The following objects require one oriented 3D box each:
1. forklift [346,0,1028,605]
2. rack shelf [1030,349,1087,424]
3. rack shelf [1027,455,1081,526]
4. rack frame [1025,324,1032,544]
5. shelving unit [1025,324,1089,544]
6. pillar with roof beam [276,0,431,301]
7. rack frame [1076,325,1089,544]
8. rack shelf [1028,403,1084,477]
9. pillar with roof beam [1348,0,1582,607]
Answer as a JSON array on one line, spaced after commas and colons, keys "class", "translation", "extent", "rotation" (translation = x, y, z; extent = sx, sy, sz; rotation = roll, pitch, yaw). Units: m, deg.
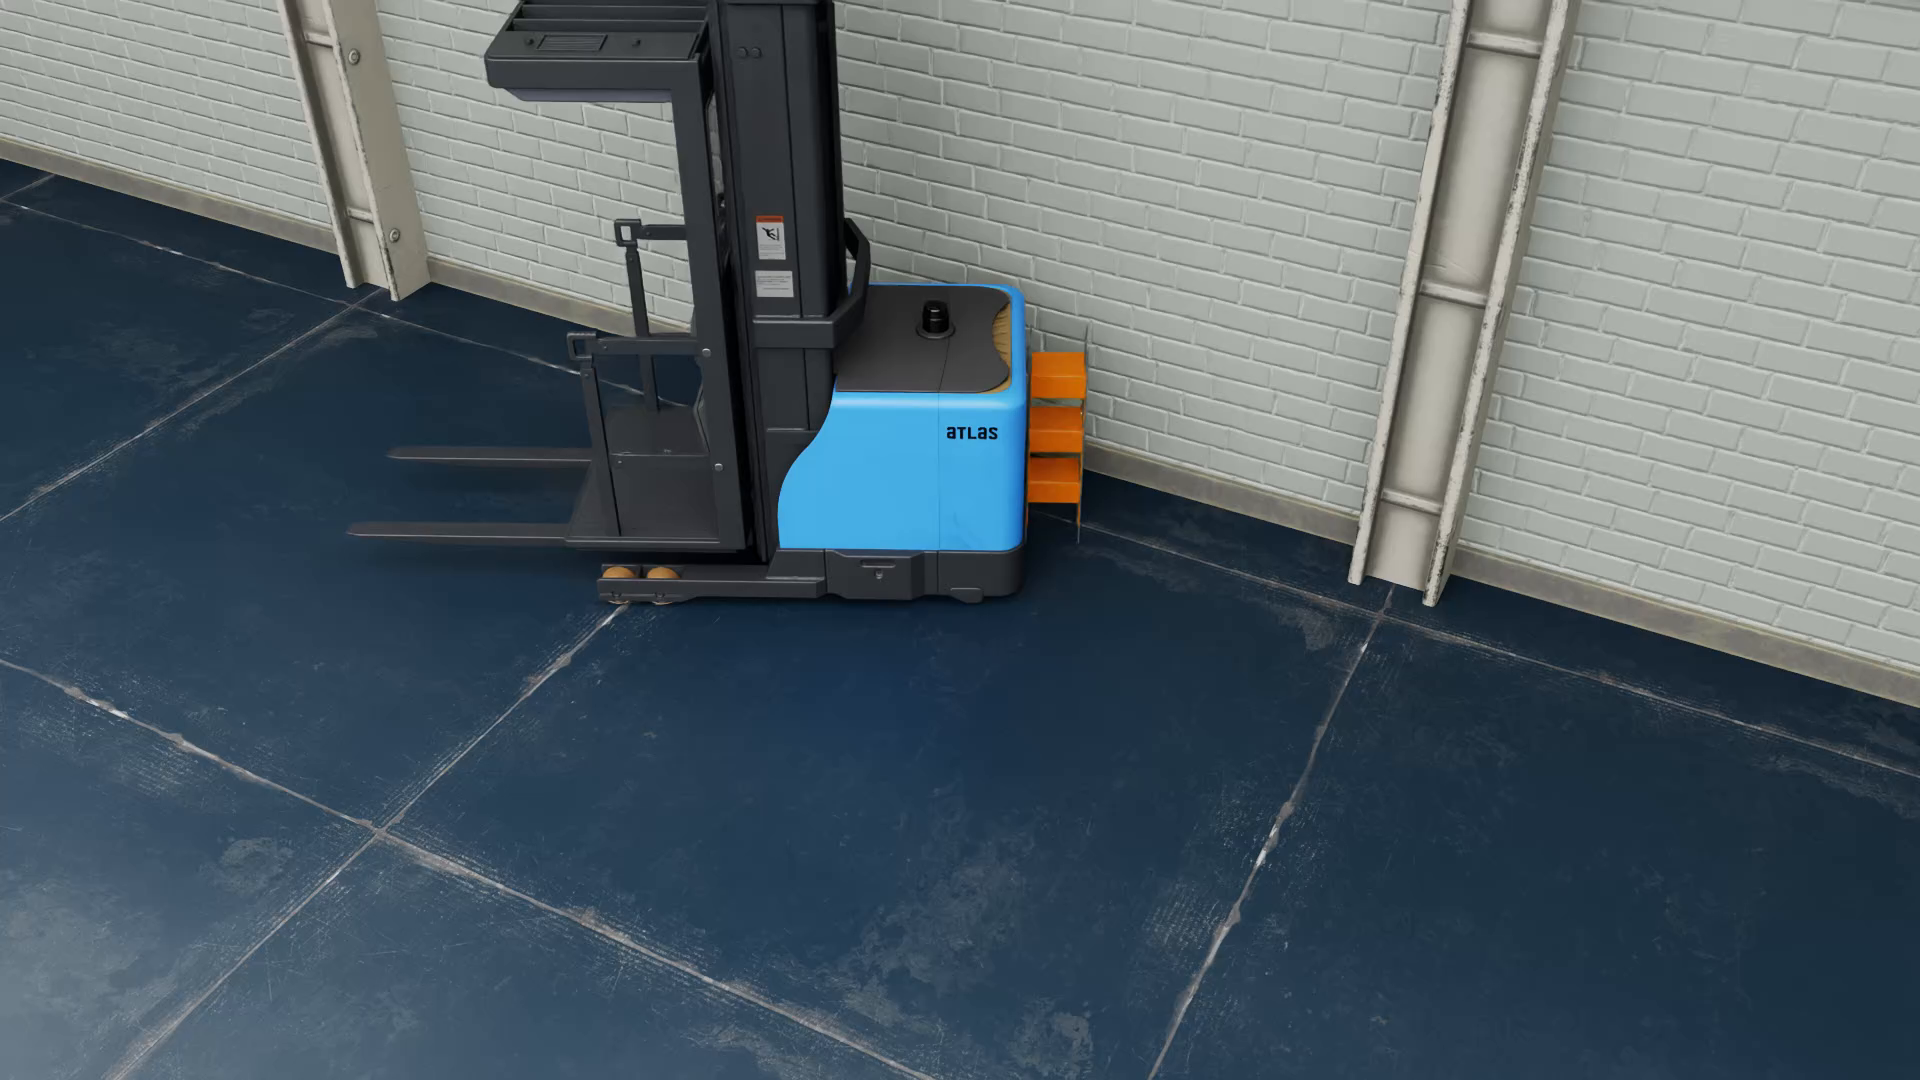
[{"class": "forklift", "translation": [-1.220, -1.200, 6.907], "extent": [3.031, 2.935, 1.130], "rotation": [1, 37, 1]}, {"class": "rack shelf", "translation": [0.429, -0.678, 7.323], "extent": [0.240, 0.259, 0.215], "rotation": [1, 37, 1]}, {"class": "rack shelf", "translation": [0.429, -0.231, 7.663], "extent": [0.240, 0.259, 0.215], "rotation": [1, 37, 1]}, {"class": "rack frame", "translation": [0.307, -0.462, 7.491], "extent": [0.008, 1.050, 0.200], "rotation": [1, 37, 1]}, {"class": "shelving unit", "translation": [0.429, -0.461, 7.489], "extent": [0.252, 1.050, 0.215], "rotation": [1, 37, 1]}, {"class": "pillar with roof beam", "translation": [-5.313, -2.781, 3.971], "extent": [0.400, 9.000, 9.100], "rotation": [17, 41, 21]}, {"class": "rack frame", "translation": [0.551, -0.459, 7.486], "extent": [0.008, 1.050, 0.200], "rotation": [1, 37, 1]}, {"class": "rack shelf", "translation": [0.429, -0.452, 7.495], "extent": [0.240, 0.259, 0.215], "rotation": [1, 37, 1]}, {"class": "pillar with roof beam", "translation": [0.015, -1.113, 1.773], "extent": [0.400, 9.000, 9.100], "rotation": [17, 41, 21]}]
